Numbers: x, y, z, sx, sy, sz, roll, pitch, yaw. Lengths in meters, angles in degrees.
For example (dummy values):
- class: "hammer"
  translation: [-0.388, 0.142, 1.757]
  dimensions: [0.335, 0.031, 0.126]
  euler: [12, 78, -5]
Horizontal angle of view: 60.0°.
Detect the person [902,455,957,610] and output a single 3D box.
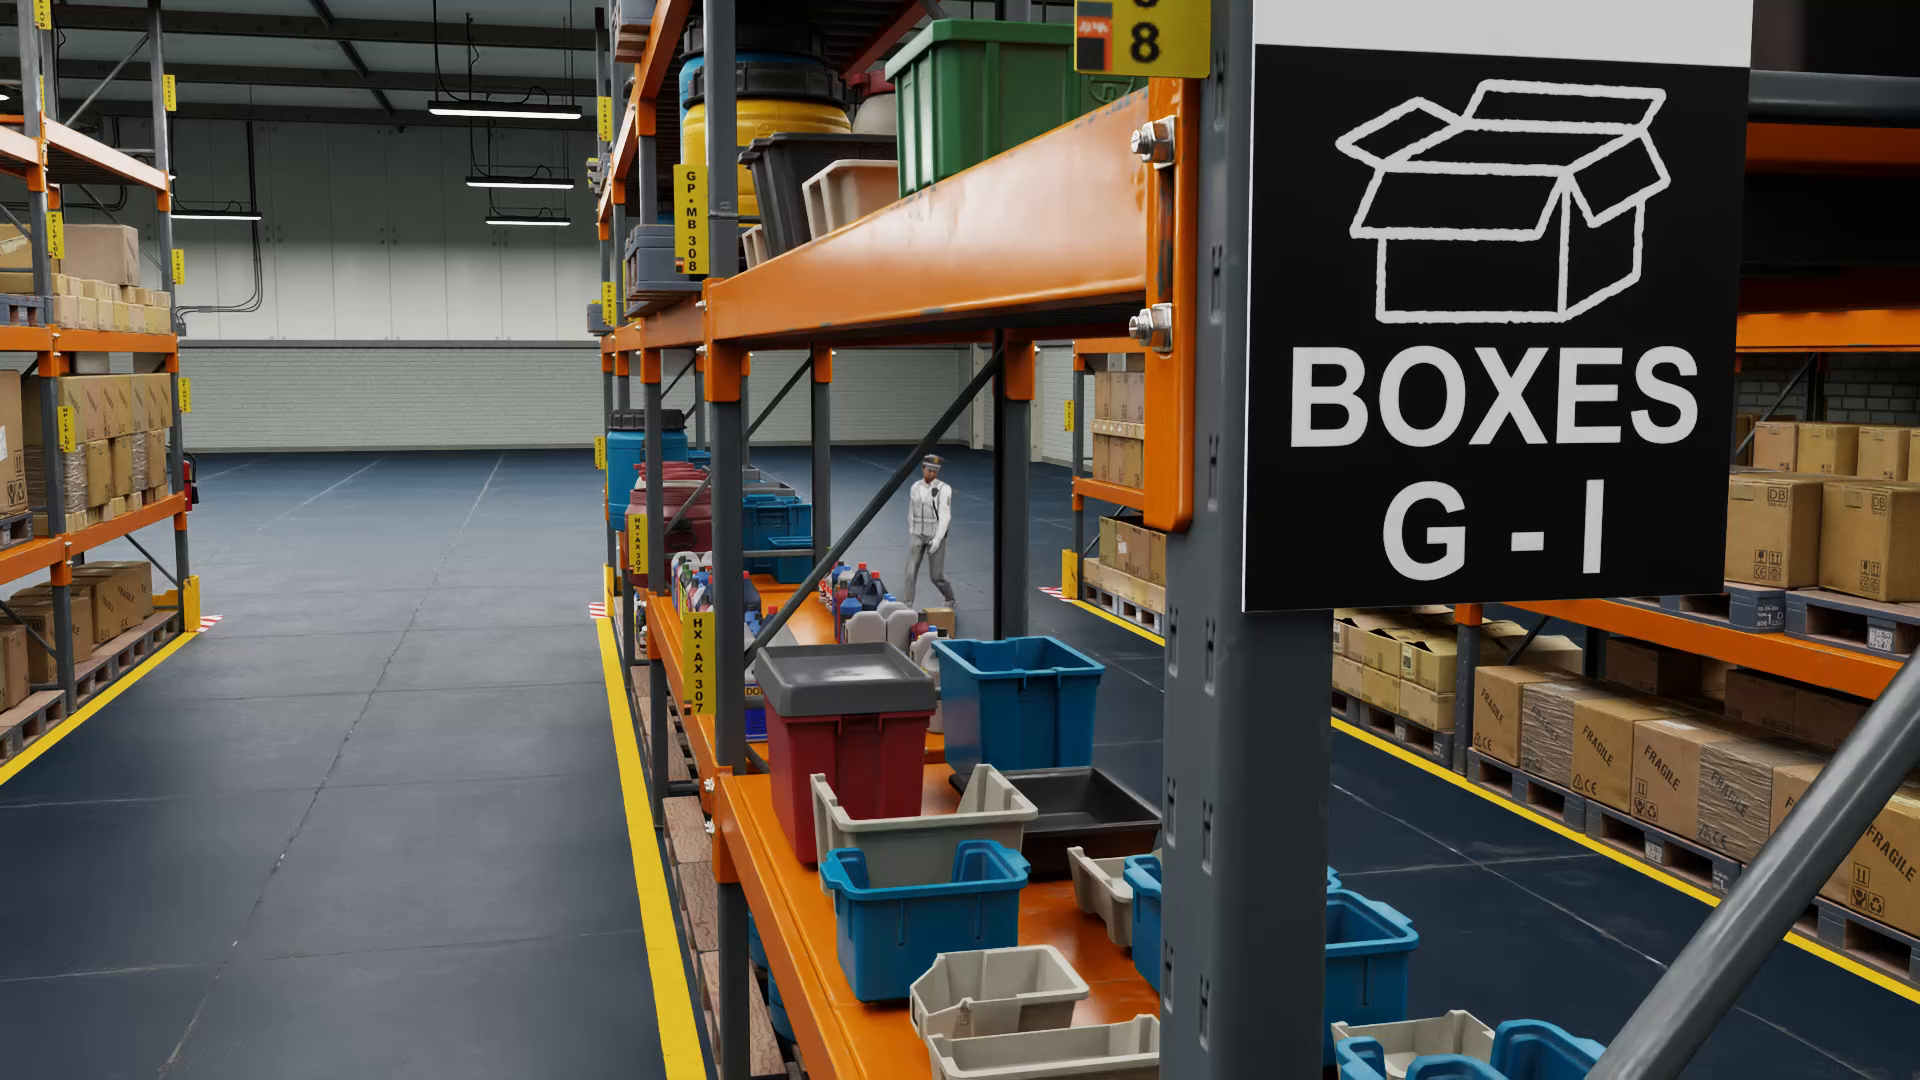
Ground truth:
- class: "person"
  translation: [-0.314, -0.018, 16.313]
  dimensions: [0.497, 1.640, 0.712]
  euler: [3, 7, 22]
